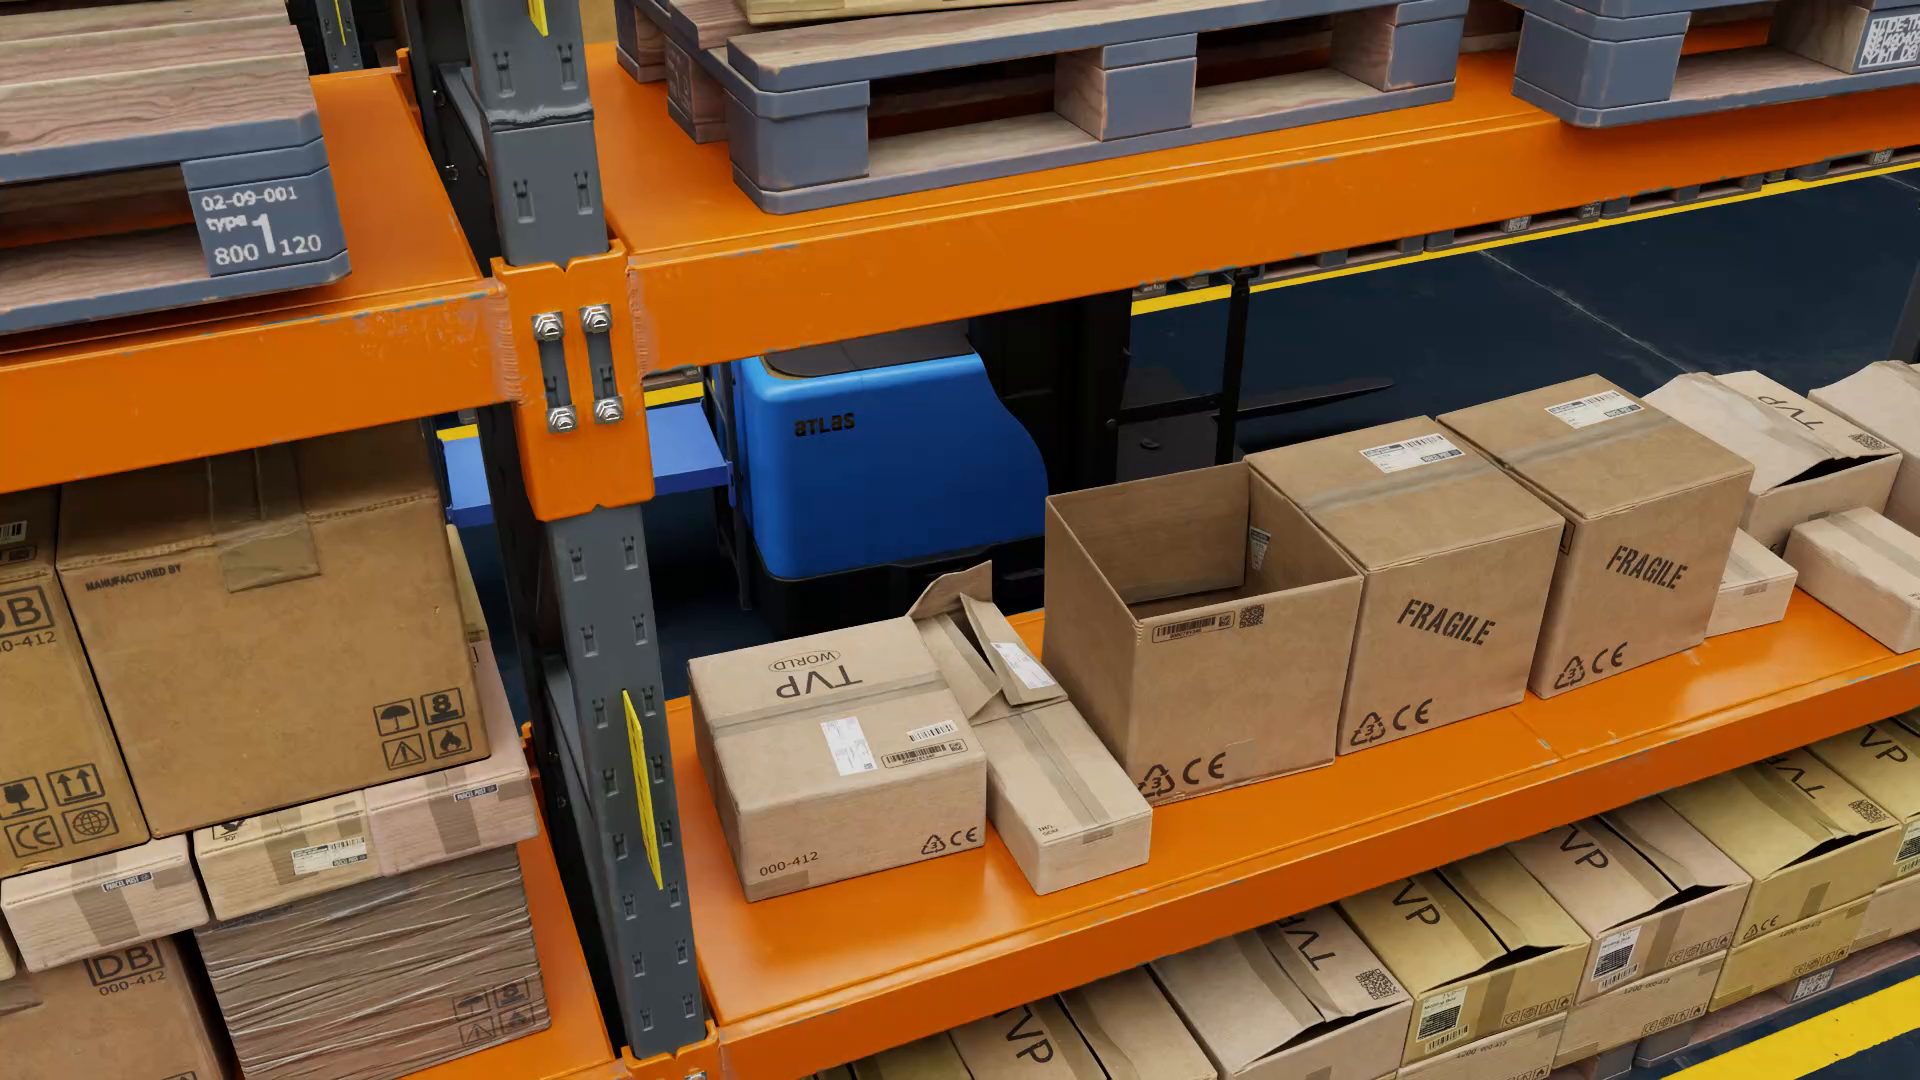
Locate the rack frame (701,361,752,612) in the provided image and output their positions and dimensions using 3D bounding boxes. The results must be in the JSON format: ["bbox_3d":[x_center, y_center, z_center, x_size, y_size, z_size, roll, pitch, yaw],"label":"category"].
[{"bbox_3d":[-0.887,-0.487,6.123,0.032,1.500,0.500,-10,34,-15],"label":"rack frame"}]

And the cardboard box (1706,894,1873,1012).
[{"bbox_3d":[2.123,0.979,4.631,0.500,0.250,0.500,-13,35,-19],"label":"cardboard box"}]

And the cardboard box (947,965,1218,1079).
[{"bbox_3d":[0.241,1.179,3.810,0.500,0.311,0.500,-13,35,-19],"label":"cardboard box"}]

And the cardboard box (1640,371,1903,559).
[{"bbox_3d":[2.088,-0.213,4.409,0.500,0.311,0.500,-13,35,-19],"label":"cardboard box"}]

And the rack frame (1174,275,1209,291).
[{"bbox_3d":[1.066,-2.832,8.352,0.127,3.000,1.000,-13,35,-19],"label":"rack frame"}]

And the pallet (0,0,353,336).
[{"bbox_3d":[-1.477,-0.525,2.137,1.213,0.211,1.003,-13,35,-19],"label":"pallet"}]

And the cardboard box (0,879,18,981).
[{"bbox_3d":[-1.579,0.518,2.518,0.250,0.149,0.380,-13,35,-19],"label":"cardboard box"}]

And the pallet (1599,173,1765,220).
[{"bbox_3d":[4.072,-2.307,10.102,1.213,0.211,1.003,-13,35,-19],"label":"pallet"}]

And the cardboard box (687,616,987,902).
[{"bbox_3d":[-0.263,0.440,3.462,0.500,0.250,0.500,-11,35,-16],"label":"cardboard box"}]

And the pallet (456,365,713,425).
[{"bbox_3d":[-1.904,-0.984,8.069,1.213,0.211,1.003,-13,35,-19],"label":"pallet"}]

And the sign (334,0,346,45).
[{"bbox_3d":[-2.405,-2.079,6.401,0.005,0.325,0.100,-13,35,-19],"label":"sign"}]

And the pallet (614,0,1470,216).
[{"bbox_3d":[0.108,-0.867,2.758,1.217,0.209,0.805,-14,36,-21],"label":"pallet"}]

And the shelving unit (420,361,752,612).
[{"bbox_3d":[-1.370,-0.399,5.988,1.048,1.500,0.538,-10,34,-15],"label":"shelving unit"}]

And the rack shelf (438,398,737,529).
[{"bbox_3d":[-1.370,-0.249,6.087,1.000,0.185,0.538,-10,34,-15],"label":"rack shelf"}]

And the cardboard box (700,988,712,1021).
[{"bbox_3d":[-0.438,1.014,4.063,0.500,0.311,0.500,-13,35,-19],"label":"cardboard box"}]

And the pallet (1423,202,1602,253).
[{"bbox_3d":[2.946,-2.047,9.703,1.213,0.211,1.003,-13,35,-19],"label":"pallet"}]

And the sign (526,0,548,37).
[{"bbox_3d":[-0.484,-0.726,1.818,0.005,0.325,0.100,-13,35,-19],"label":"sign"}]

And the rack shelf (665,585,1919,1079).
[{"bbox_3d":[1.144,0.382,4.072,4.000,0.370,1.077,-13,35,-19],"label":"rack shelf"}]

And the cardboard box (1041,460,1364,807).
[{"bbox_3d":[0.500,0.195,3.607,0.500,0.500,0.500,-10,34,-16],"label":"cardboard box"}]

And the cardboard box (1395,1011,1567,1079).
[{"bbox_3d":[1.185,1.194,4.301,0.500,0.250,0.500,-12,35,-18],"label":"cardboard box"}]

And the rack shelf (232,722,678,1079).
[{"bbox_3d":[-2.545,1.226,2.774,4.000,0.370,1.077,-13,35,-19],"label":"rack shelf"}]

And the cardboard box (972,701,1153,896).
[{"bbox_3d":[0.196,0.524,3.425,0.250,0.149,0.380,-13,35,-19],"label":"cardboard box"}]

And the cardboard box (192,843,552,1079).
[{"bbox_3d":[-1.107,0.558,3.051,0.500,0.500,0.700,-14,36,-20],"label":"cardboard box"}]

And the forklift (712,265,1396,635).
[{"bbox_3d":[0.597,-1.337,6.117,3.031,2.935,1.130,-10,34,-15],"label":"forklift"}]

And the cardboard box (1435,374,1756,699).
[{"bbox_3d":[1.447,-0.021,3.941,0.500,0.500,0.500,-15,36,-21],"label":"cardboard box"}]

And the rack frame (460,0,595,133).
[{"bbox_3d":[-0.701,-2.012,1.591,0.127,3.000,1.000,-13,35,-19],"label":"rack frame"}]

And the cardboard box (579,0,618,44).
[{"bbox_3d":[-1.621,-2.419,7.222,0.500,0.500,0.700,-9,34,-14],"label":"cardboard box"}]

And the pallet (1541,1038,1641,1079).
[{"bbox_3d":[1.090,1.237,4.656,1.213,0.211,1.003,-13,35,-19],"label":"pallet"}]

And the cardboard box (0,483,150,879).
[{"bbox_3d":[-1.573,0.121,2.532,0.500,0.500,0.700,-13,35,-19],"label":"cardboard box"}]

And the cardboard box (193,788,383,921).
[{"bbox_3d":[-1.097,0.405,2.691,0.250,0.149,0.380,-14,35,-20],"label":"cardboard box"}]

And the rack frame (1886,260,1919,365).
[{"bbox_3d":[2.988,-0.342,4.525,0.127,3.000,1.000,-13,35,-19],"label":"rack frame"}]

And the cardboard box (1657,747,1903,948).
[{"bbox_3d":[2.123,0.747,4.474,0.500,0.311,0.500,-13,35,-20],"label":"cardboard box"}]

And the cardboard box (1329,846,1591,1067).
[{"bbox_3d":[1.194,0.957,4.151,0.500,0.311,0.500,-12,35,-18],"label":"cardboard box"}]

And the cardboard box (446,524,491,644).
[{"bbox_3d":[-1.023,0.148,3.086,0.250,0.149,0.380,-13,35,-19],"label":"cardboard box"}]
